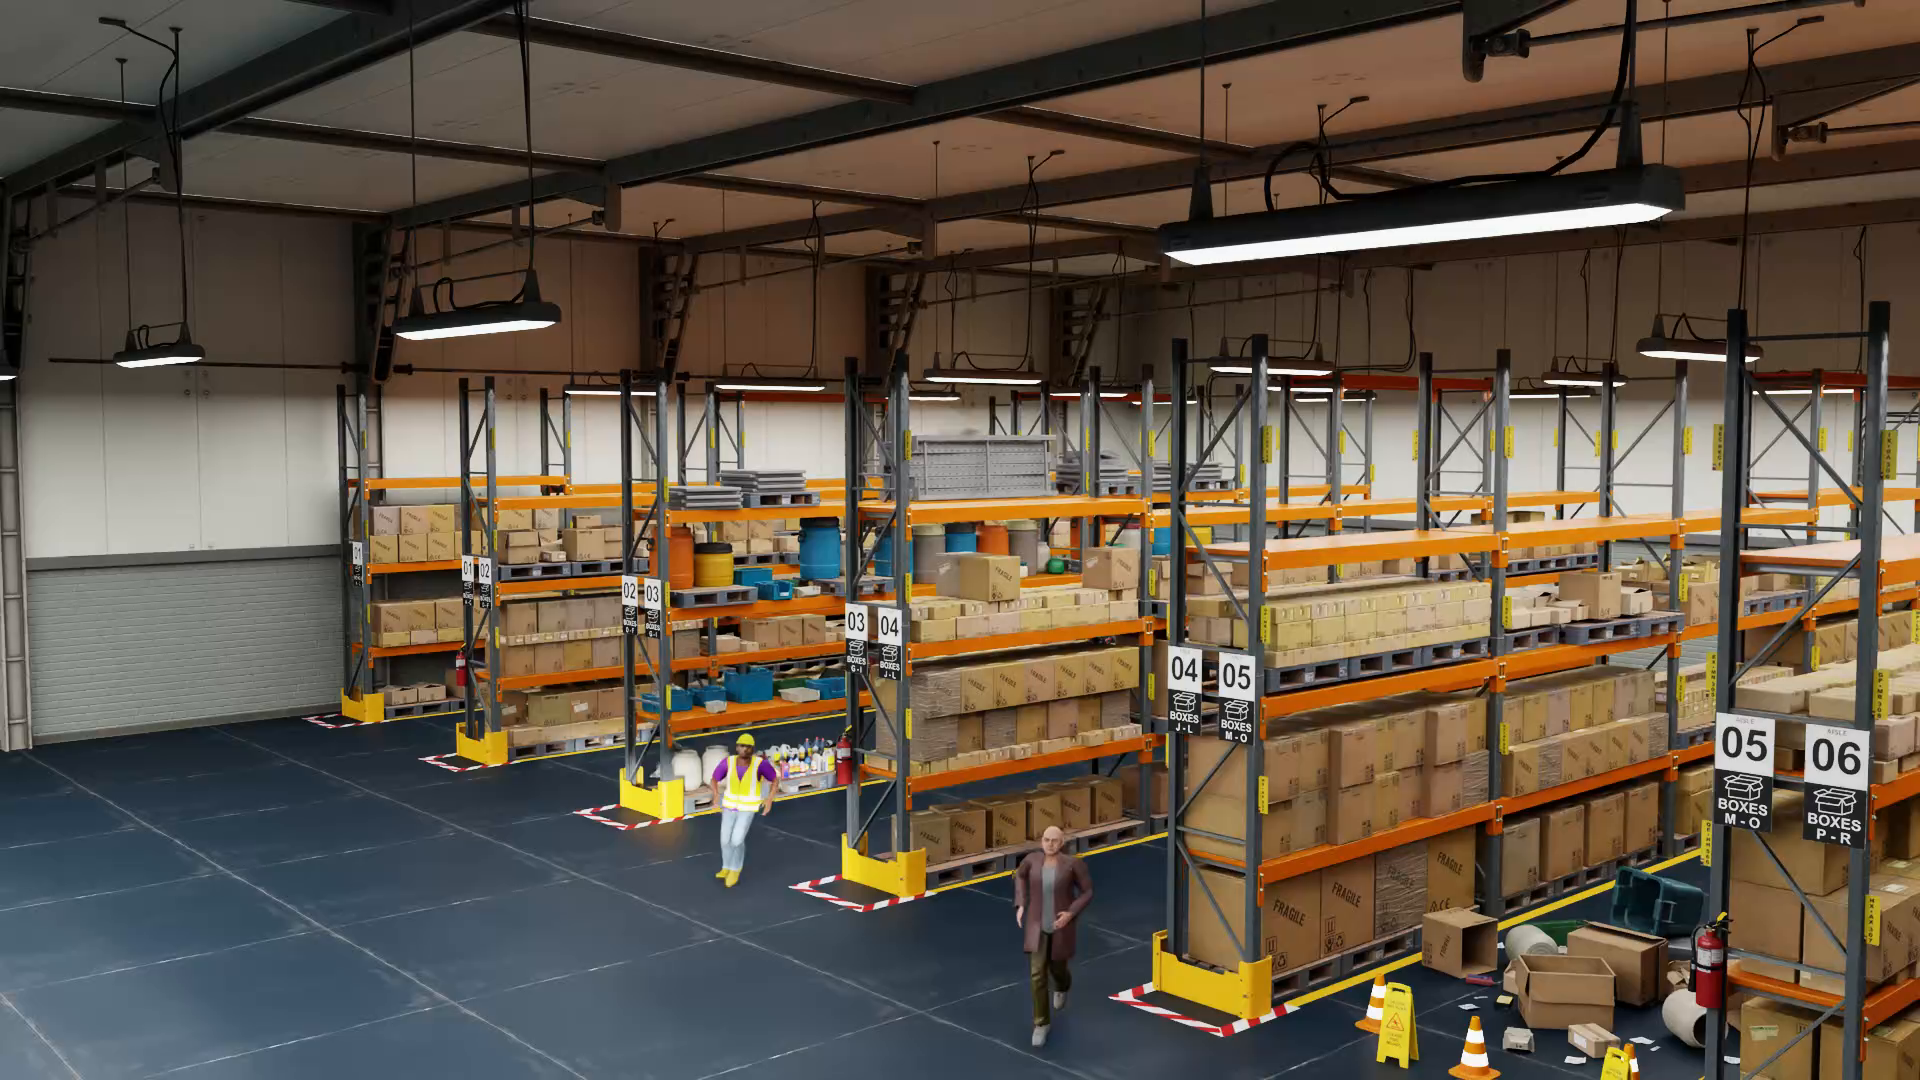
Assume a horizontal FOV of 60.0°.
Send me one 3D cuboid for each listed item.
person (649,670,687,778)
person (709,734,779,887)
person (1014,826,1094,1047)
[{"bbox_3d":[-4.359,2.720,24.923,0.543,1.578,0.882,2,4,34],"label":"person"},{"bbox_3d":[-2.493,3.068,18.919,0.765,1.734,0.635,1,4,11],"label":"person"},{"bbox_3d":[0.798,3.350,14.364,0.725,1.797,0.991,1,4,12],"label":"person"}]
